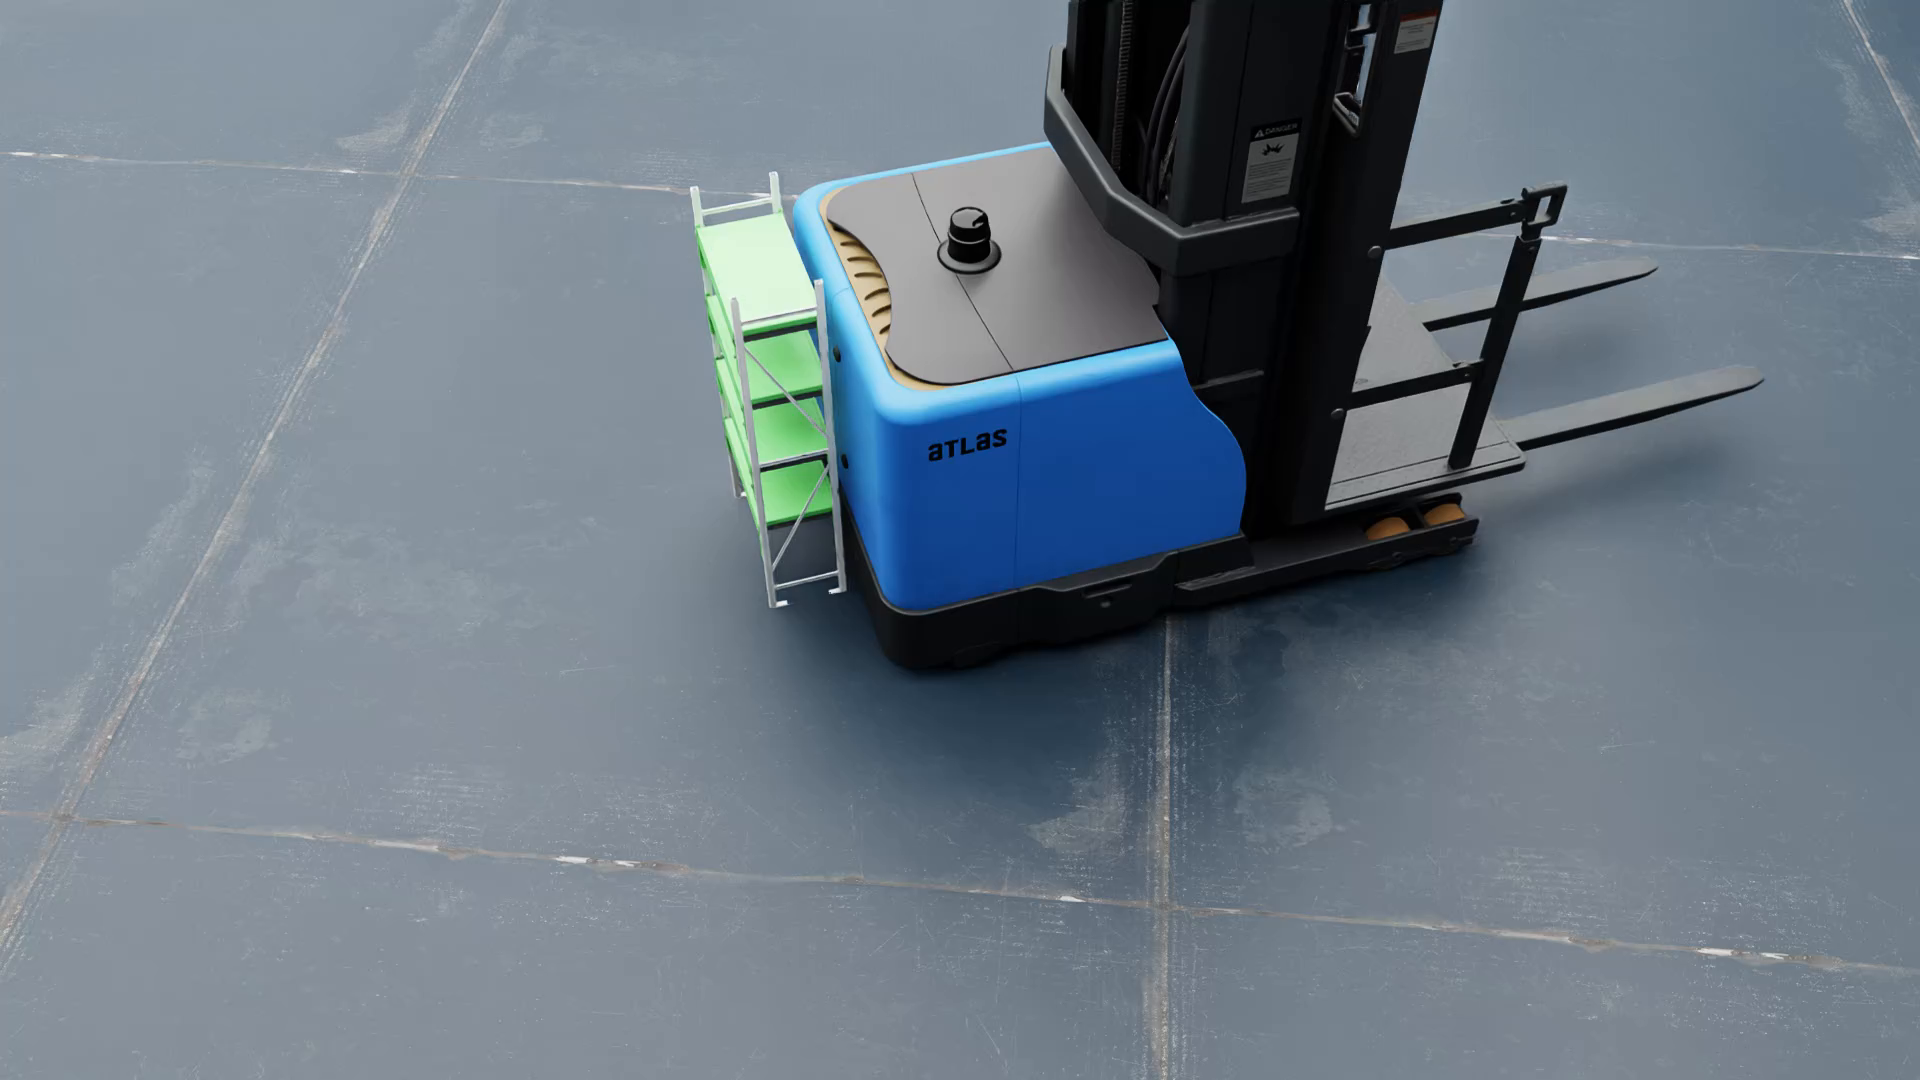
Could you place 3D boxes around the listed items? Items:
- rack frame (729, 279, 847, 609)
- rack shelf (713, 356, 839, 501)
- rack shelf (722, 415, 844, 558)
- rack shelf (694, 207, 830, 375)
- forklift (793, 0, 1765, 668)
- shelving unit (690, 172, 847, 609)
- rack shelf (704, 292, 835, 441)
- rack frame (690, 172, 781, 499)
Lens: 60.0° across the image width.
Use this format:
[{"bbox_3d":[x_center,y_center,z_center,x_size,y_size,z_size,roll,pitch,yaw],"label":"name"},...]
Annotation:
[{"bbox_3d":[-0.464,-0.226,4.644,0.240,1.200,0.015,-13,49,-12],"label":"rack frame"},{"bbox_3d":[-0.538,-0.355,4.848,0.258,0.148,0.480,-13,49,-12],"label":"rack shelf"},{"bbox_3d":[-0.538,-0.193,5.025,0.258,0.148,0.480,-13,49,-12],"label":"rack shelf"},{"bbox_3d":[-0.539,-0.679,4.494,0.258,0.148,0.480,-13,49,-12],"label":"rack shelf"},{"bbox_3d":[1.088,-1.259,4.415,3.031,2.935,1.130,-13,49,-12],"label":"forklift"},{"bbox_3d":[-0.538,-0.398,4.801,0.258,1.200,0.503,-13,49,-12],"label":"shelving unit"},{"bbox_3d":[-0.539,-0.517,4.671,0.258,0.148,0.480,-13,49,-12],"label":"rack shelf"},{"bbox_3d":[-0.613,-0.569,4.958,0.240,1.200,0.015,-13,49,-12],"label":"rack frame"}]
